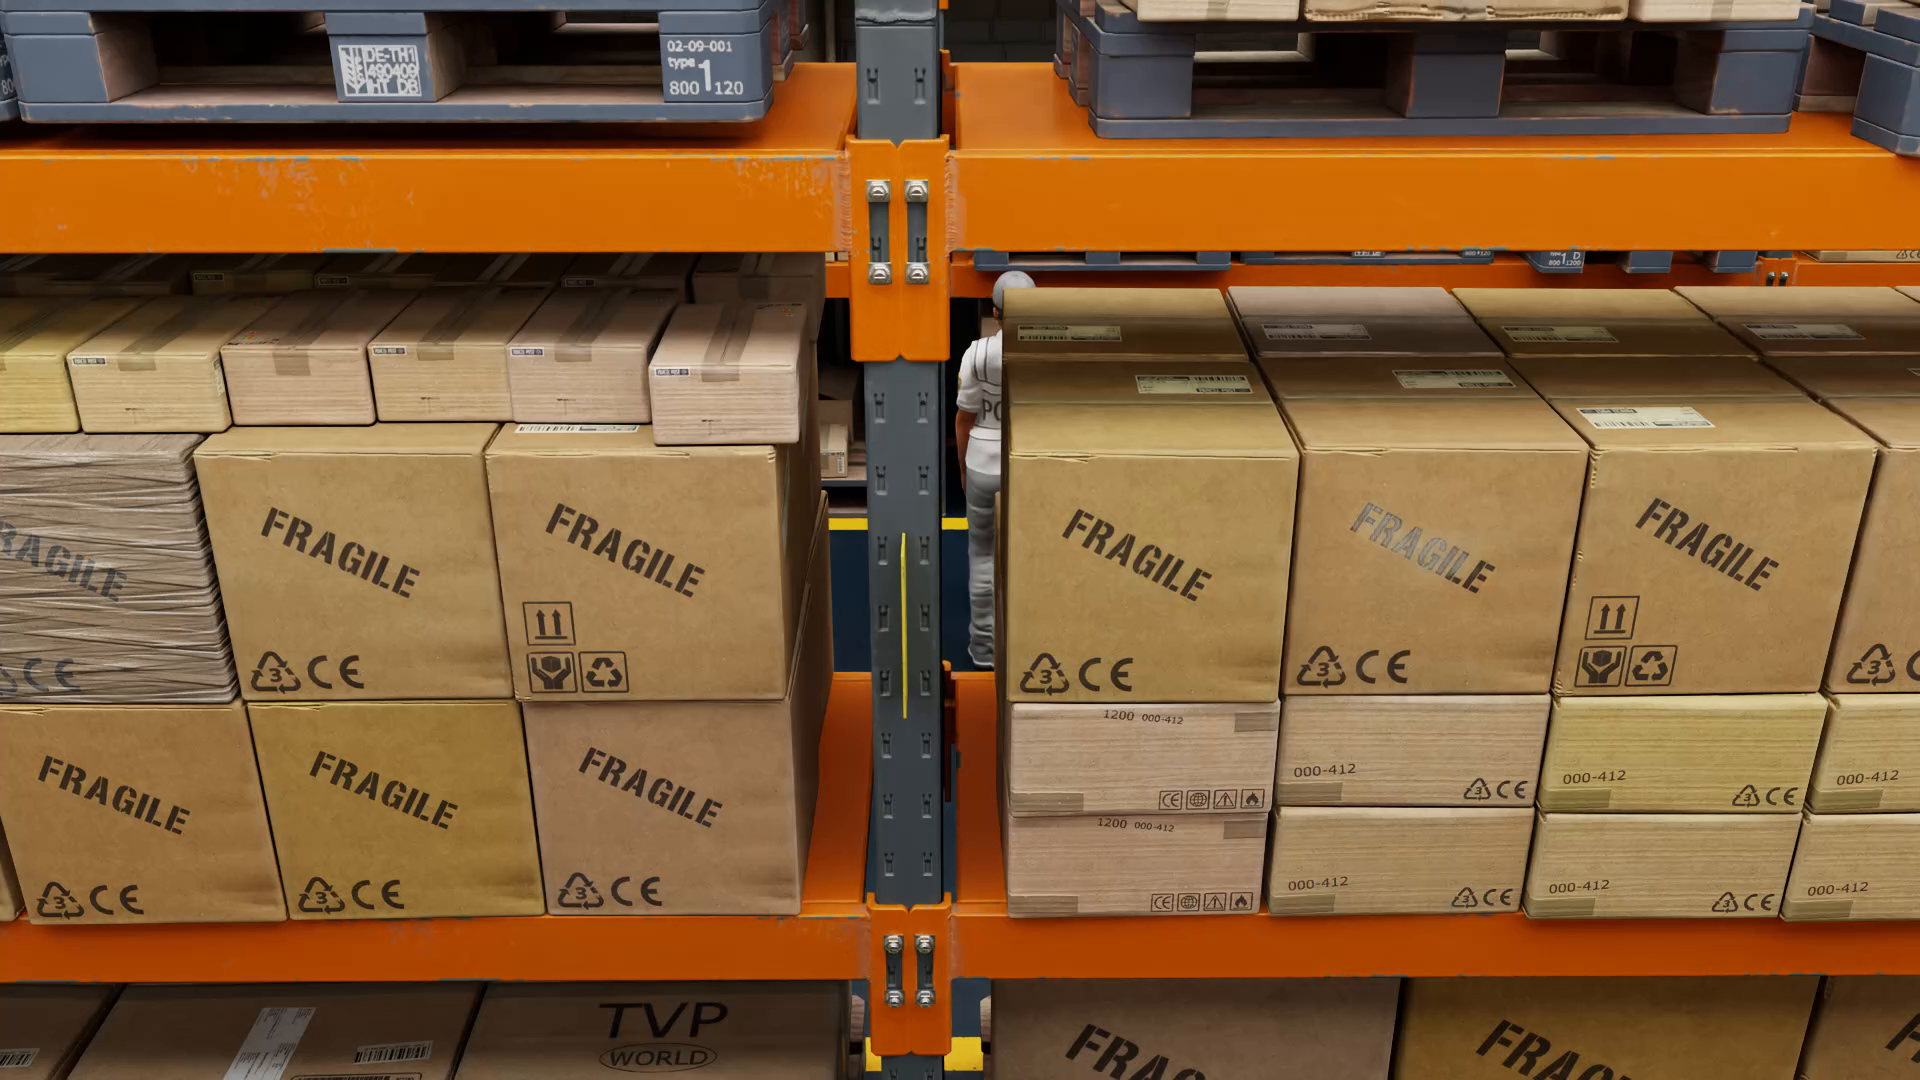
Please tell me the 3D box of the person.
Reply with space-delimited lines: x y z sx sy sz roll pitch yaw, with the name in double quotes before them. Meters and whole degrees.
"person" 0.213 -0.271 6.721 0.465 1.669 0.391 0 24 1
